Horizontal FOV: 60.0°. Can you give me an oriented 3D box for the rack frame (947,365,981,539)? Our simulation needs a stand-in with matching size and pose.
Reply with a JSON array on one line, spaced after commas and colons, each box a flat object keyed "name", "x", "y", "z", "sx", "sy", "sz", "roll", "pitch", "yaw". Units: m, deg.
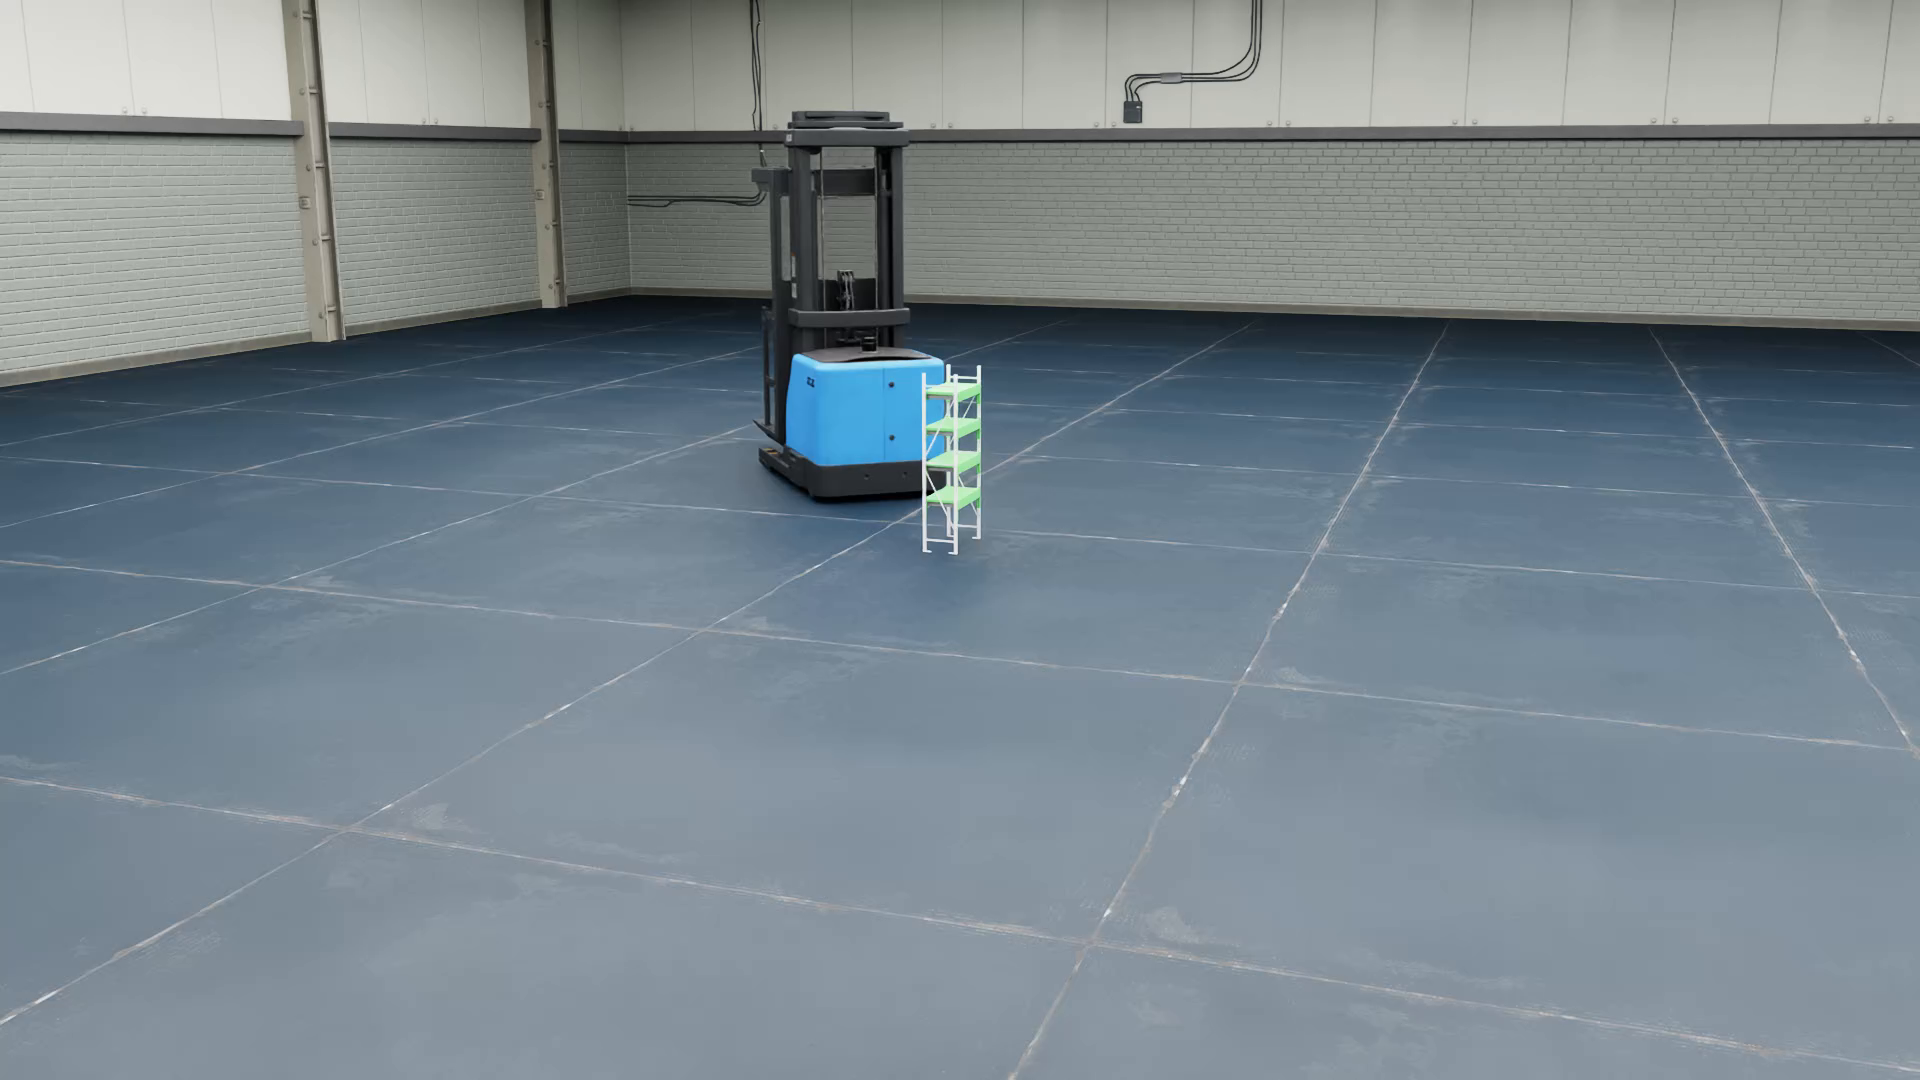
[{"name": "rack frame", "x": 0.025, "y": -0.601, "z": 11.427, "sx": 0.240, "sy": 1.200, "sz": 0.015, "roll": 4, "pitch": 14, "yaw": 18}]

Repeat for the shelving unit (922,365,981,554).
[{"name": "shelving unit", "x": -0.054, "y": -0.550, "z": 11.202, "sx": 0.258, "sy": 1.200, "sz": 0.503, "roll": 4, "pitch": 14, "yaw": 18}]

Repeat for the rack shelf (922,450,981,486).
[{"name": "rack shelf", "x": -0.054, "y": -0.488, "z": 11.216, "sx": 0.258, "sy": 0.148, "sz": 0.480, "roll": 4, "pitch": 14, "yaw": 18}]

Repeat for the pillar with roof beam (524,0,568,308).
[{"name": "pillar with roof beam", "x": -3.190, "y": -8.250, "z": 27.409, "sx": 9.100, "sy": 9.000, "sz": 0.400, "roll": 4, "pitch": 14, "yaw": 18}]

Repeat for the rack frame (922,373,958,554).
[{"name": "rack frame", "x": -0.133, "y": -0.499, "z": 10.977, "sx": 0.240, "sy": 1.200, "sz": 0.015, "roll": 4, "pitch": 14, "yaw": 18}]

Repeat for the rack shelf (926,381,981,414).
[{"name": "rack shelf", "x": -0.054, "y": -0.956, "z": 11.109, "sx": 0.258, "sy": 0.148, "sz": 0.480, "roll": 4, "pitch": 14, "yaw": 18}]

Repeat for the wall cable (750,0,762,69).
[{"name": "wall cable", "x": -2.499, "y": -9.838, "z": 29.997, "sx": 3.097, "sy": 2.526, "sz": 0.112, "roll": 4, "pitch": 14, "yaw": 18}]

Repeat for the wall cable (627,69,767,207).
[{"name": "wall cable", "x": -5.059, "y": -7.571, "z": 31.413, "sx": 3.097, "sy": 2.526, "sz": 0.112, "roll": 4, "pitch": 14, "yaw": 18}]

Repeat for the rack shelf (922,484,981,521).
[{"name": "rack shelf", "x": -0.054, "y": -0.254, "z": 11.269, "sx": 0.258, "sy": 0.148, "sz": 0.480, "roll": 4, "pitch": 14, "yaw": 18}]

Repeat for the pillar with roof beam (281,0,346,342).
[{"name": "pillar with roof beam", "x": -5.131, "y": -6.986, "z": 21.874, "sx": 9.100, "sy": 9.000, "sz": 0.400, "roll": 4, "pitch": 14, "yaw": 18}]

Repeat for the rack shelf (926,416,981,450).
[{"name": "rack shelf", "x": -0.054, "y": -0.722, "z": 11.163, "sx": 0.258, "sy": 0.148, "sz": 0.480, "roll": 4, "pitch": 14, "yaw": 18}]

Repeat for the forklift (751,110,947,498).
[{"name": "forklift", "x": -1.078, "y": -2.033, "z": 13.810, "sx": 1.130, "sy": 2.935, "sz": 3.031, "roll": -5, "pitch": 14, "yaw": -19}]

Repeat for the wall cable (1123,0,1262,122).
[{"name": "wall cable", "x": 3.918, "y": -10.056, "z": 27.680, "sx": 2.305, "sy": 6.003, "sz": 0.169, "roll": 4, "pitch": 14, "yaw": 18}]
